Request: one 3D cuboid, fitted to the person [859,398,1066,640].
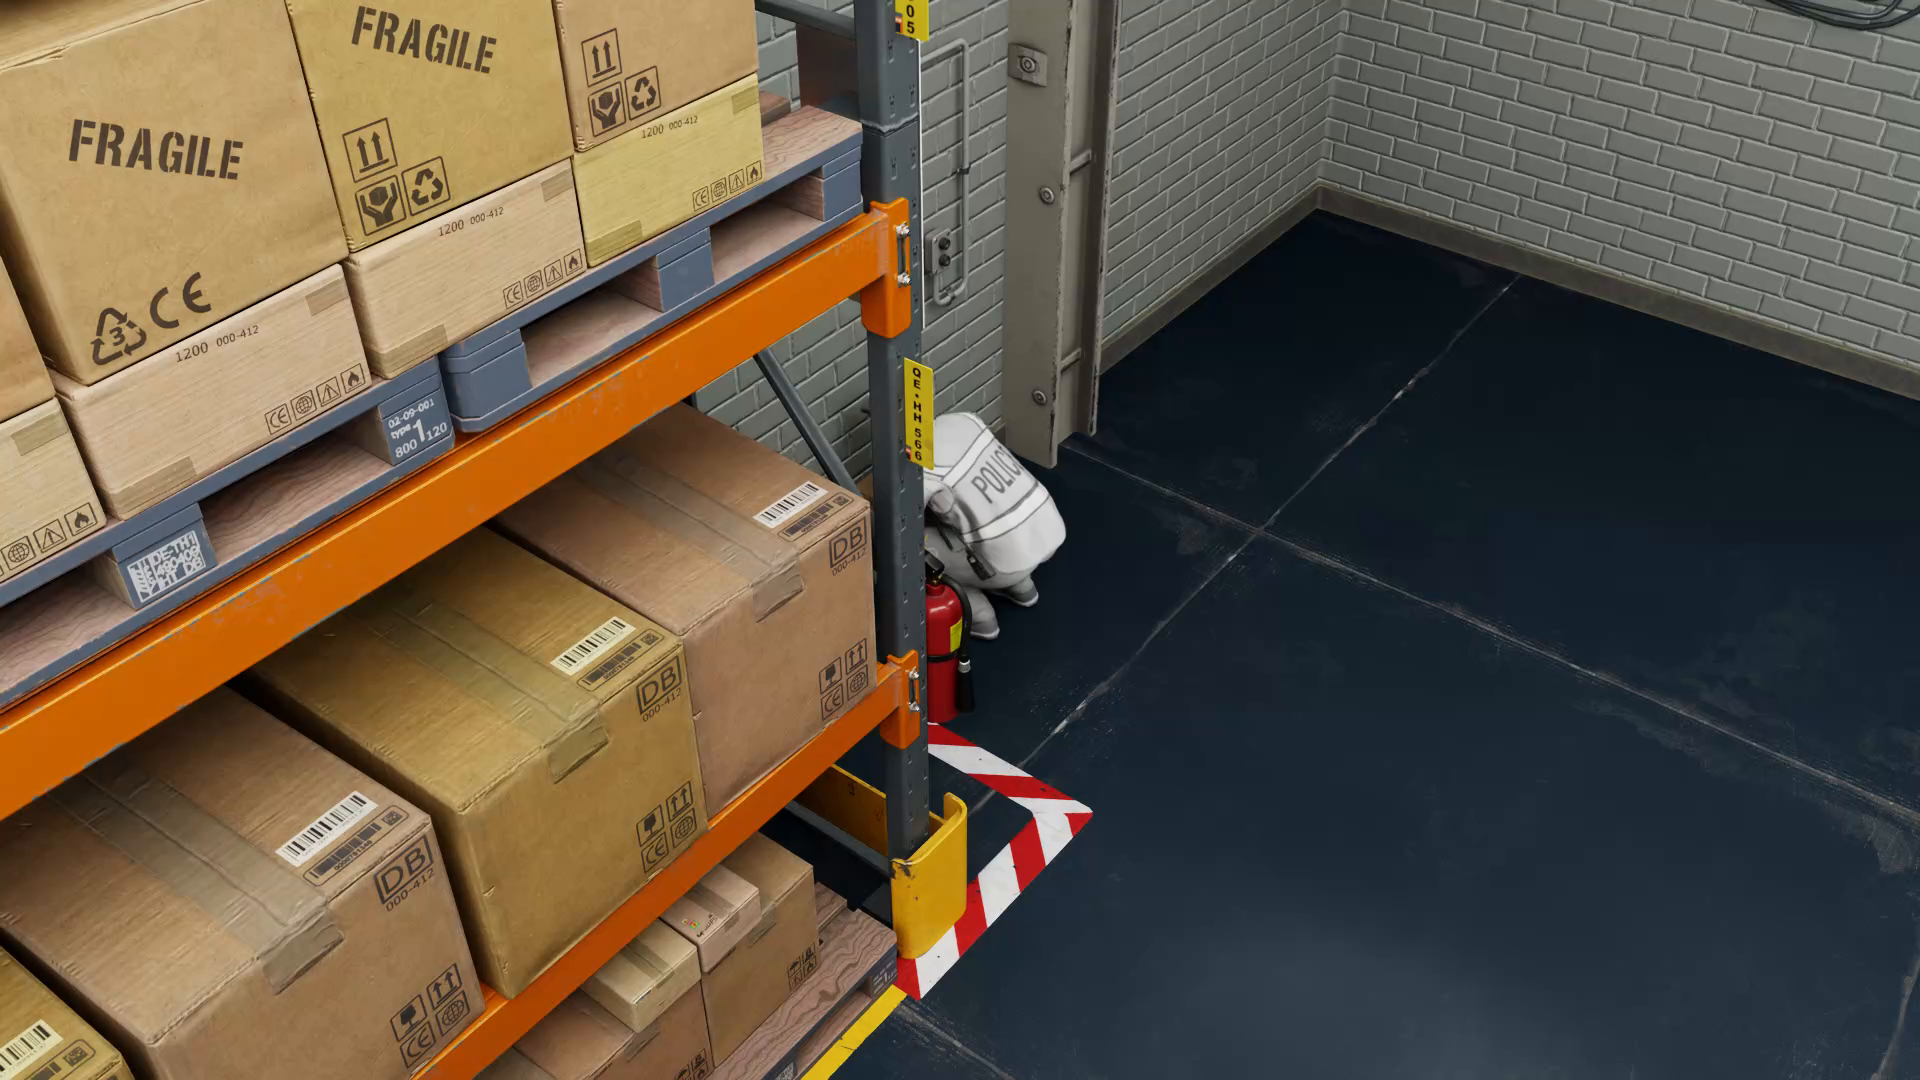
[{"bbox_3d":[-0.010,-0.146,6.930,0.912,1.021,0.545,25,45,28],"label":"person"}]
